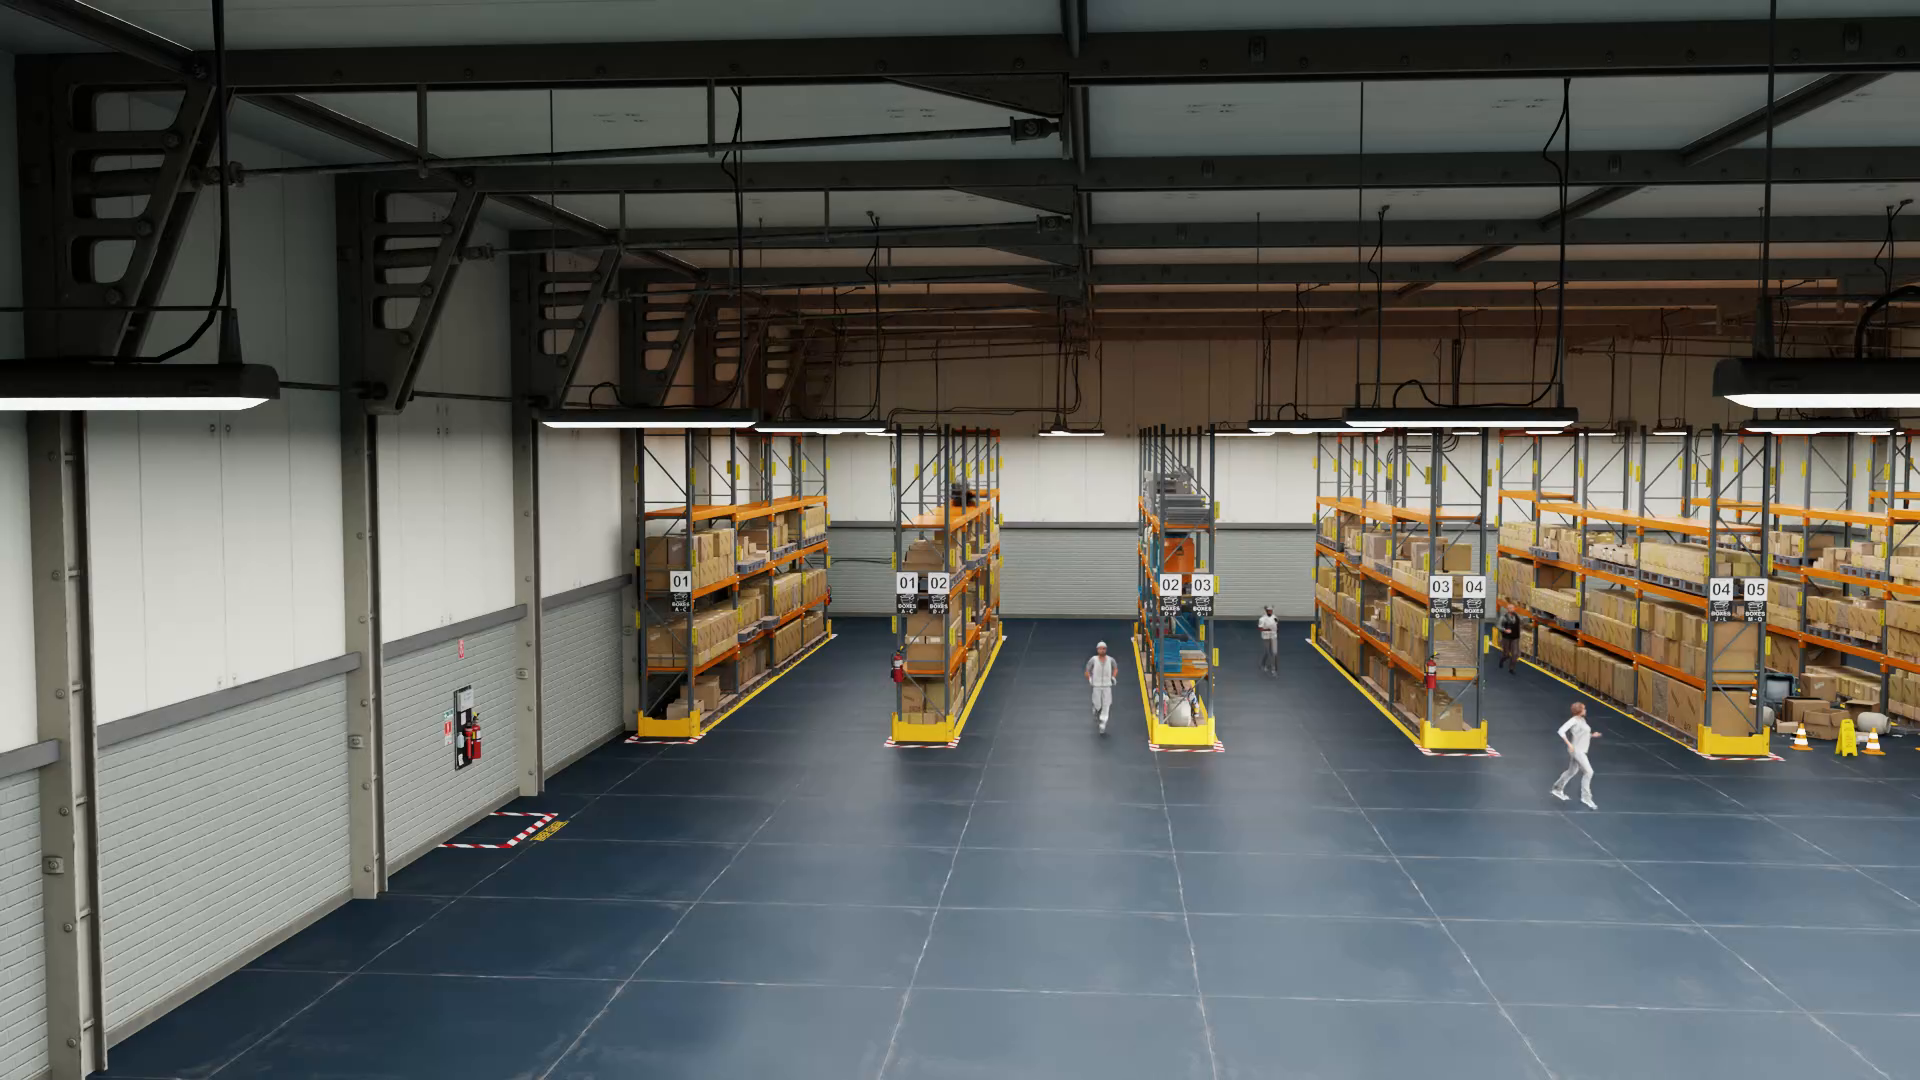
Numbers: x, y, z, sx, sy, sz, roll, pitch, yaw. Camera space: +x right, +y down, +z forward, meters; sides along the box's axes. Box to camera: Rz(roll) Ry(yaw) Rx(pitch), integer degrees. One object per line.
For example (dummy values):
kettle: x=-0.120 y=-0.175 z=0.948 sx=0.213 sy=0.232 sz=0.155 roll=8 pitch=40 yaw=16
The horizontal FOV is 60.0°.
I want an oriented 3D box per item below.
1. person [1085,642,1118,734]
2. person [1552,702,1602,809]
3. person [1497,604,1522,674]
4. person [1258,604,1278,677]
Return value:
person: x=2.779 y=2.867 z=32.491 sx=0.653 sy=1.758 sz=0.818 roll=0 pitch=3 yaw=-3
person: x=9.604 y=3.337 z=25.910 sx=0.737 sy=1.643 sz=0.510 roll=2 pitch=4 yaw=31
person: x=13.421 y=2.408 z=40.583 sx=0.664 sy=1.685 sz=0.725 roll=0 pitch=3 yaw=-5
person: x=7.490 y=2.430 z=40.355 sx=0.564 sy=1.743 sz=0.794 roll=0 pitch=3 yaw=-5
